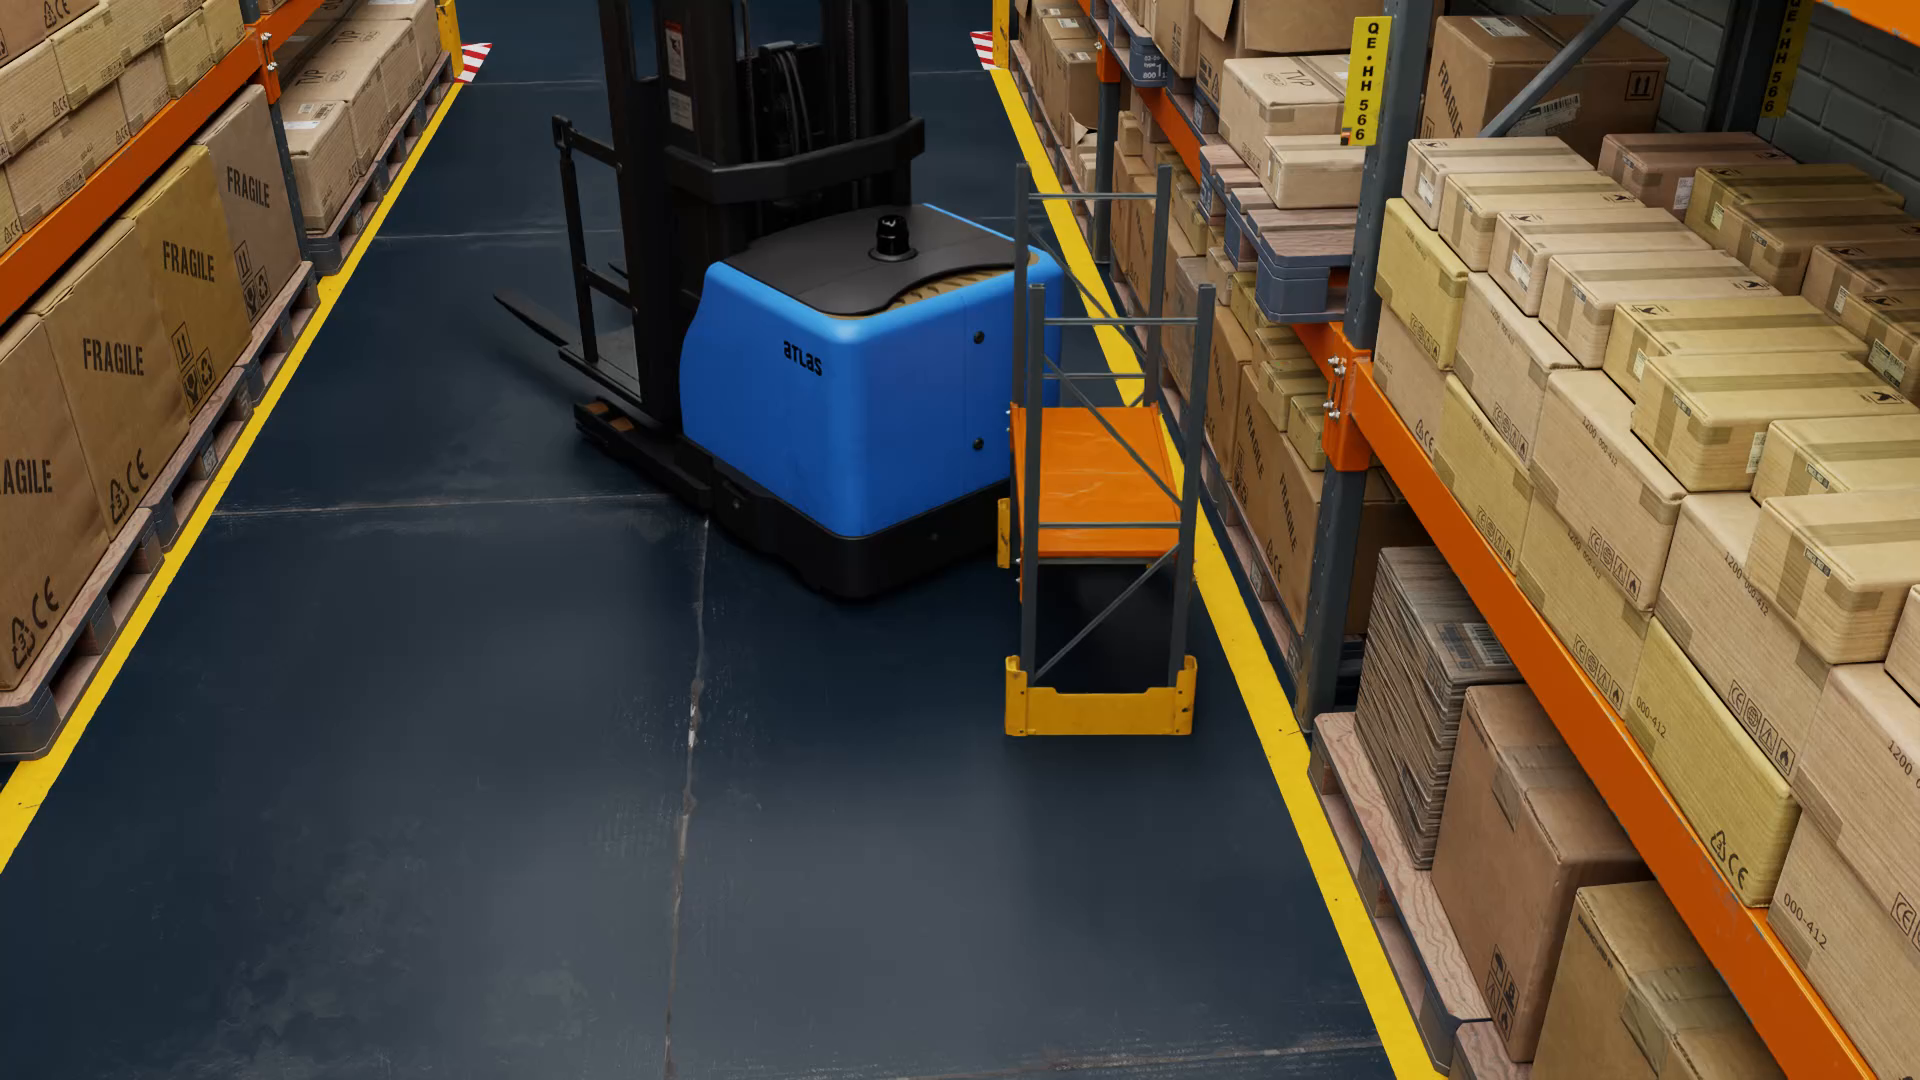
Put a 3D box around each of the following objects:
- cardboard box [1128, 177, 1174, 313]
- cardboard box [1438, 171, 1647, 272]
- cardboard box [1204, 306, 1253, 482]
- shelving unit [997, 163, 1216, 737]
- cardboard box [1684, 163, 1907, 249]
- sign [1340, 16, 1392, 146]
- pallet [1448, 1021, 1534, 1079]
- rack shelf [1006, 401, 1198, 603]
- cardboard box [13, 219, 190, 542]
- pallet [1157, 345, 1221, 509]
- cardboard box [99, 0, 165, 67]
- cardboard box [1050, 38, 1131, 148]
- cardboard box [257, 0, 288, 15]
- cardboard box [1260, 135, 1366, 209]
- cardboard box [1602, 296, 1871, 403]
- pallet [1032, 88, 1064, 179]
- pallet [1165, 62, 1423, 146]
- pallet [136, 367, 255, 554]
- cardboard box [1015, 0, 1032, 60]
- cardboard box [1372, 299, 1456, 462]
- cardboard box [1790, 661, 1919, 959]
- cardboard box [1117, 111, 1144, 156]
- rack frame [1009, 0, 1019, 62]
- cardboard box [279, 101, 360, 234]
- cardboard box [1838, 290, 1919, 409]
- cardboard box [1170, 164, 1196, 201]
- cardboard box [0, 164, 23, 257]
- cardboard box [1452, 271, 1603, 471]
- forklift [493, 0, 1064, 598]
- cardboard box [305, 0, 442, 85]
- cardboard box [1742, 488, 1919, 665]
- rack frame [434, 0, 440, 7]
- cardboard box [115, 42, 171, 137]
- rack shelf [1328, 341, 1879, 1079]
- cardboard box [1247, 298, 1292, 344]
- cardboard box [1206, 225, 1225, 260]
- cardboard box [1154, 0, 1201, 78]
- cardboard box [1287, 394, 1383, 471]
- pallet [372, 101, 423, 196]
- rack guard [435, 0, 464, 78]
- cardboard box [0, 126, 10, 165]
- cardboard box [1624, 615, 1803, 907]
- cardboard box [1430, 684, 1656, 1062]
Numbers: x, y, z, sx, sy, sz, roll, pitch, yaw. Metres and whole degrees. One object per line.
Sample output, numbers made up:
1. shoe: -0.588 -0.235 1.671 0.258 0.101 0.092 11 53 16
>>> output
1. cardboard box: 1.077 -1.347 7.609 0.500 0.500 0.500 -3 31 -5
2. cardboard box: 1.332 -0.736 3.826 0.380 0.149 0.250 -2 31 -4
3. cardboard box: 1.228 -0.563 6.296 0.500 0.500 0.500 -1 31 -2
4. shelving unit: 0.433 -0.305 5.298 0.587 1.500 1.083 0 31 0
5. cardboard box: 1.937 -0.764 3.874 0.380 0.149 0.250 -2 31 -3
6. sign: 1.030 -1.159 4.214 0.100 0.325 0.005 -3 31 -5
7. pallet: 1.719 1.514 3.510 1.003 0.211 1.213 -3 31 -5
8. rack shelf: 0.433 -0.146 5.383 0.538 0.185 1.000 0 31 0
9. cardboard box: -3.433 -0.568 5.938 0.875 0.875 0.875 -2 31 -4
10. pallet: 1.427 -0.534 6.939 1.003 0.211 1.213 -3 31 -5
11. cardboard box: -3.354 -1.947 6.244 0.500 0.250 0.500 -2 31 -3
12. cardboard box: 0.923 -2.634 9.762 0.700 0.500 0.500 -4 31 -6
13. cardboard box: -3.529 -2.825 7.956 0.500 0.500 0.500 -2 31 -3
14. cardboard box: 1.126 -1.117 5.030 0.380 0.149 0.250 -2 31 -4
15. cardboard box: 1.472 -0.346 3.174 0.380 0.149 0.250 -2 31 -4
16. pallet: 1.016 -2.547 10.309 1.003 0.211 1.213 -3 31 -5
17. pallet: 1.383 -1.637 6.253 1.003 0.211 1.213 -3 31 -5
18. pallet: -3.481 -0.318 6.576 1.003 0.211 1.213 -3 31 -5
19. cardboard box: 0.785 -3.603 11.382 0.797 0.503 0.637 -4 31 -7
20. cardboard box: 1.368 -0.425 4.182 0.500 0.250 0.500 -3 31 -4
21. cardboard box: 1.546 0.403 2.309 0.500 0.250 0.500 -2 31 -4
22. cardboard box: 0.965 -1.959 8.000 0.380 0.149 0.250 -1 31 -2
23. rack frame: 0.822 -4.812 11.380 1.000 3.000 0.127 -3 31 -5
24. cardboard box: -3.697 -1.936 8.655 0.875 0.438 0.875 -3 31 -5
25. cardboard box: 1.940 -0.370 3.214 0.380 0.149 0.250 -3 31 -5
26. cardboard box: 1.142 -1.552 7.318 0.380 0.149 0.250 -3 31 -5
27. cardboard box: -3.233 -0.946 5.055 0.500 0.250 0.500 -4 31 -6
28. cardboard box: 1.414 -0.384 3.626 0.500 0.250 0.500 -2 31 -3
29. forklift: -0.950 -1.739 6.303 1.130 2.935 3.031 -23 38 -34
30. cardboard box: -3.958 -3.320 10.972 0.875 0.438 0.875 -4 31 -6
31. cardboard box: 1.440 0.047 2.516 0.380 0.149 0.250 -4 31 -6
32. rack frame: -4.119 -4.572 10.979 1.000 3.000 0.127 -3 31 -5
33. cardboard box: -3.378 -1.730 6.367 0.500 0.250 0.500 -4 31 -6
34. rack shelf: 1.757 0.603 3.017 1.077 0.370 4.000 -3 31 -5
35. cardboard box: 1.255 -0.764 6.000 0.380 0.149 0.250 -2 31 -3
36. cardboard box: 1.203 -1.159 6.661 0.380 0.149 0.250 -3 31 -4
37. cardboard box: 1.140 -2.070 6.283 0.700 0.500 0.500 -3 31 -5
38. cardboard box: 1.271 -0.353 5.311 0.380 0.149 0.250 -4 31 -7
39. pallet: -3.856 -2.349 9.977 1.003 0.211 1.213 -3 31 -5
40. rack guard: -4.122 -3.511 11.641 1.175 0.500 0.348 -3 31 -5
41. cardboard box: -3.221 -1.172 4.946 0.500 0.250 0.500 -2 31 -3
42. cardboard box: 1.512 0.360 2.868 0.500 0.250 0.500 -2 31 -3
43. cardboard box: 1.683 0.764 3.951 0.875 0.625 0.625 -2 31 -3
